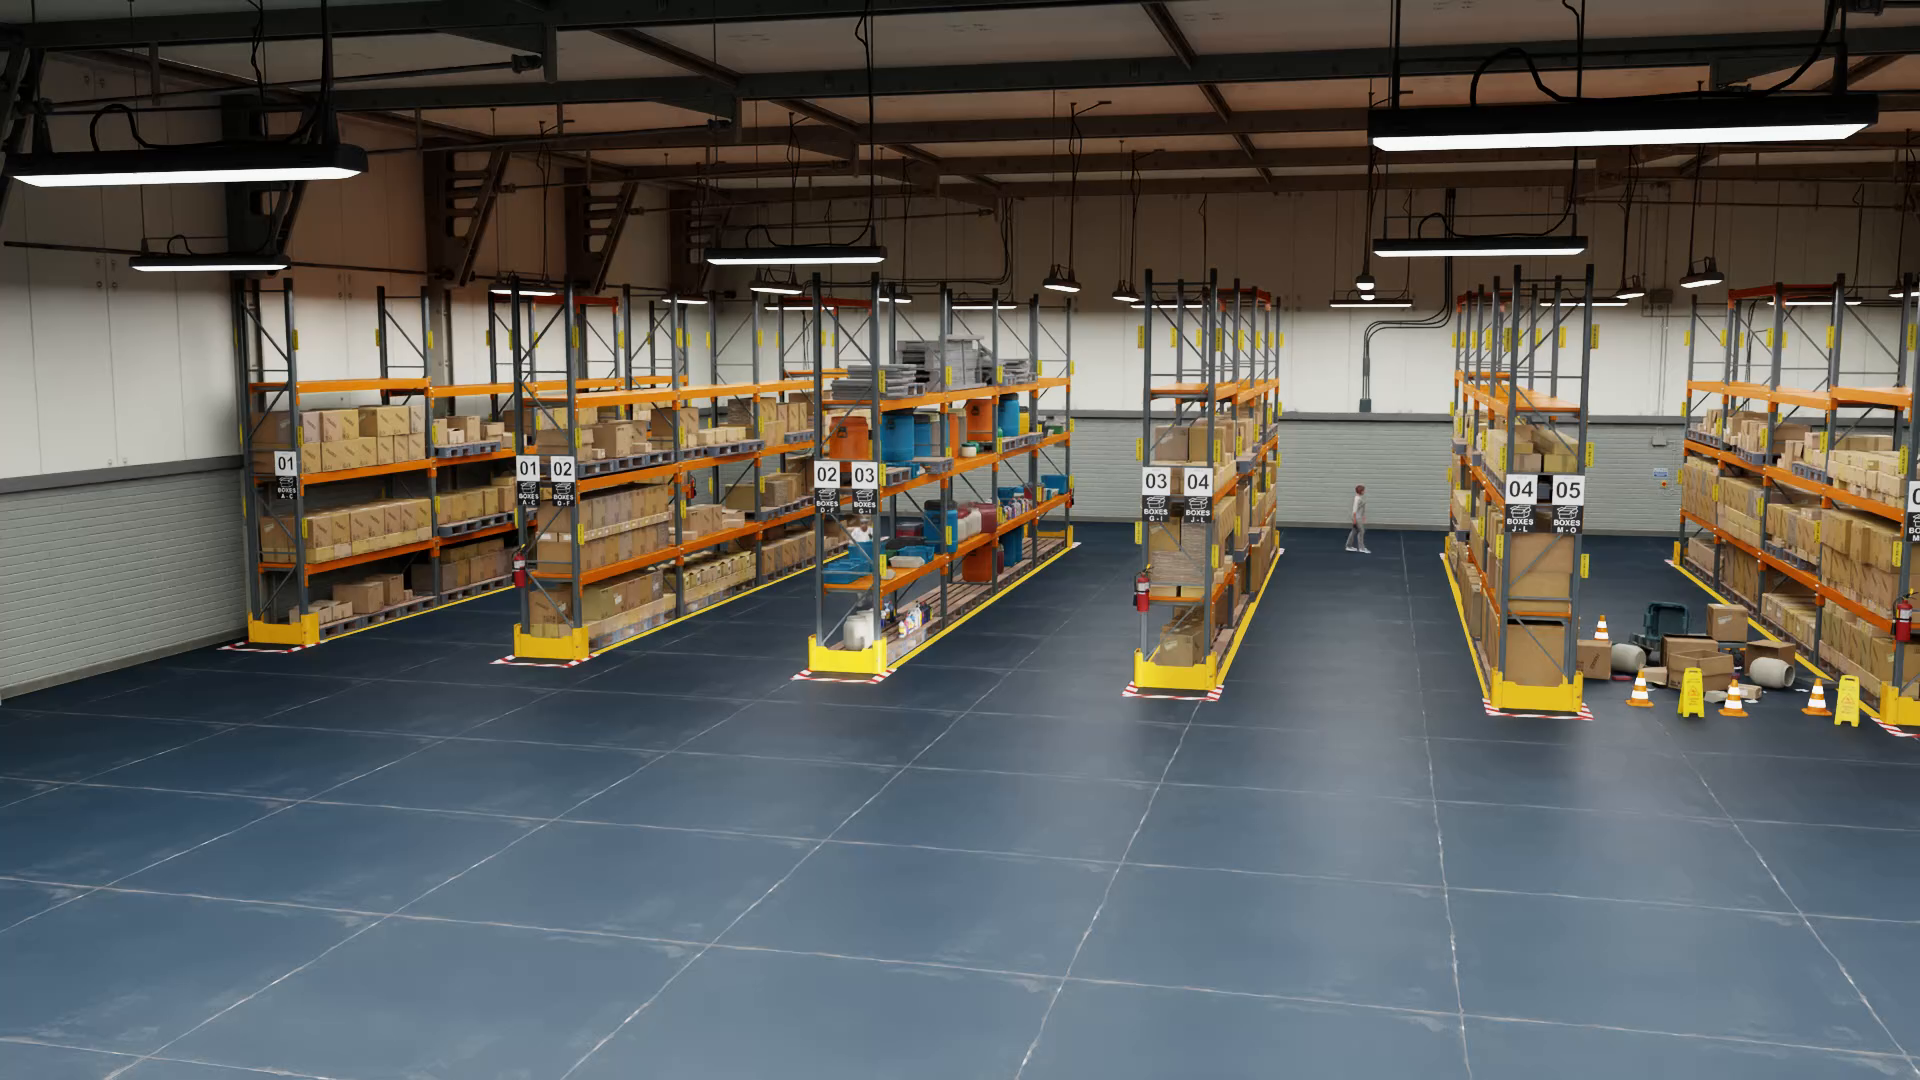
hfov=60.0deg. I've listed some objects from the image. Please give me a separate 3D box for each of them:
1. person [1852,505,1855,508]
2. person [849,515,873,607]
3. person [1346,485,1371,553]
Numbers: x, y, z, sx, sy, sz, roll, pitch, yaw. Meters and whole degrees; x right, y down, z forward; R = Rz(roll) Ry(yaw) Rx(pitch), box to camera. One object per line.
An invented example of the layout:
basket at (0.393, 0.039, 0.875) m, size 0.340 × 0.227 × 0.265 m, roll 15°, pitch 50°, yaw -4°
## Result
person at (17.724, 0.150, 33.236) m, size 0.612 × 1.774 × 0.398 m, roll -2°, pitch 7°, yaw -16°
person at (-1.800, 0.369, 31.585) m, size 0.626 × 1.742 × 0.660 m, roll 0°, pitch 7°, yaw 2°
person at (9.459, -0.504, 39.399) m, size 0.598 × 1.604 × 0.458 m, roll 2°, pitch 7°, yaw 18°
